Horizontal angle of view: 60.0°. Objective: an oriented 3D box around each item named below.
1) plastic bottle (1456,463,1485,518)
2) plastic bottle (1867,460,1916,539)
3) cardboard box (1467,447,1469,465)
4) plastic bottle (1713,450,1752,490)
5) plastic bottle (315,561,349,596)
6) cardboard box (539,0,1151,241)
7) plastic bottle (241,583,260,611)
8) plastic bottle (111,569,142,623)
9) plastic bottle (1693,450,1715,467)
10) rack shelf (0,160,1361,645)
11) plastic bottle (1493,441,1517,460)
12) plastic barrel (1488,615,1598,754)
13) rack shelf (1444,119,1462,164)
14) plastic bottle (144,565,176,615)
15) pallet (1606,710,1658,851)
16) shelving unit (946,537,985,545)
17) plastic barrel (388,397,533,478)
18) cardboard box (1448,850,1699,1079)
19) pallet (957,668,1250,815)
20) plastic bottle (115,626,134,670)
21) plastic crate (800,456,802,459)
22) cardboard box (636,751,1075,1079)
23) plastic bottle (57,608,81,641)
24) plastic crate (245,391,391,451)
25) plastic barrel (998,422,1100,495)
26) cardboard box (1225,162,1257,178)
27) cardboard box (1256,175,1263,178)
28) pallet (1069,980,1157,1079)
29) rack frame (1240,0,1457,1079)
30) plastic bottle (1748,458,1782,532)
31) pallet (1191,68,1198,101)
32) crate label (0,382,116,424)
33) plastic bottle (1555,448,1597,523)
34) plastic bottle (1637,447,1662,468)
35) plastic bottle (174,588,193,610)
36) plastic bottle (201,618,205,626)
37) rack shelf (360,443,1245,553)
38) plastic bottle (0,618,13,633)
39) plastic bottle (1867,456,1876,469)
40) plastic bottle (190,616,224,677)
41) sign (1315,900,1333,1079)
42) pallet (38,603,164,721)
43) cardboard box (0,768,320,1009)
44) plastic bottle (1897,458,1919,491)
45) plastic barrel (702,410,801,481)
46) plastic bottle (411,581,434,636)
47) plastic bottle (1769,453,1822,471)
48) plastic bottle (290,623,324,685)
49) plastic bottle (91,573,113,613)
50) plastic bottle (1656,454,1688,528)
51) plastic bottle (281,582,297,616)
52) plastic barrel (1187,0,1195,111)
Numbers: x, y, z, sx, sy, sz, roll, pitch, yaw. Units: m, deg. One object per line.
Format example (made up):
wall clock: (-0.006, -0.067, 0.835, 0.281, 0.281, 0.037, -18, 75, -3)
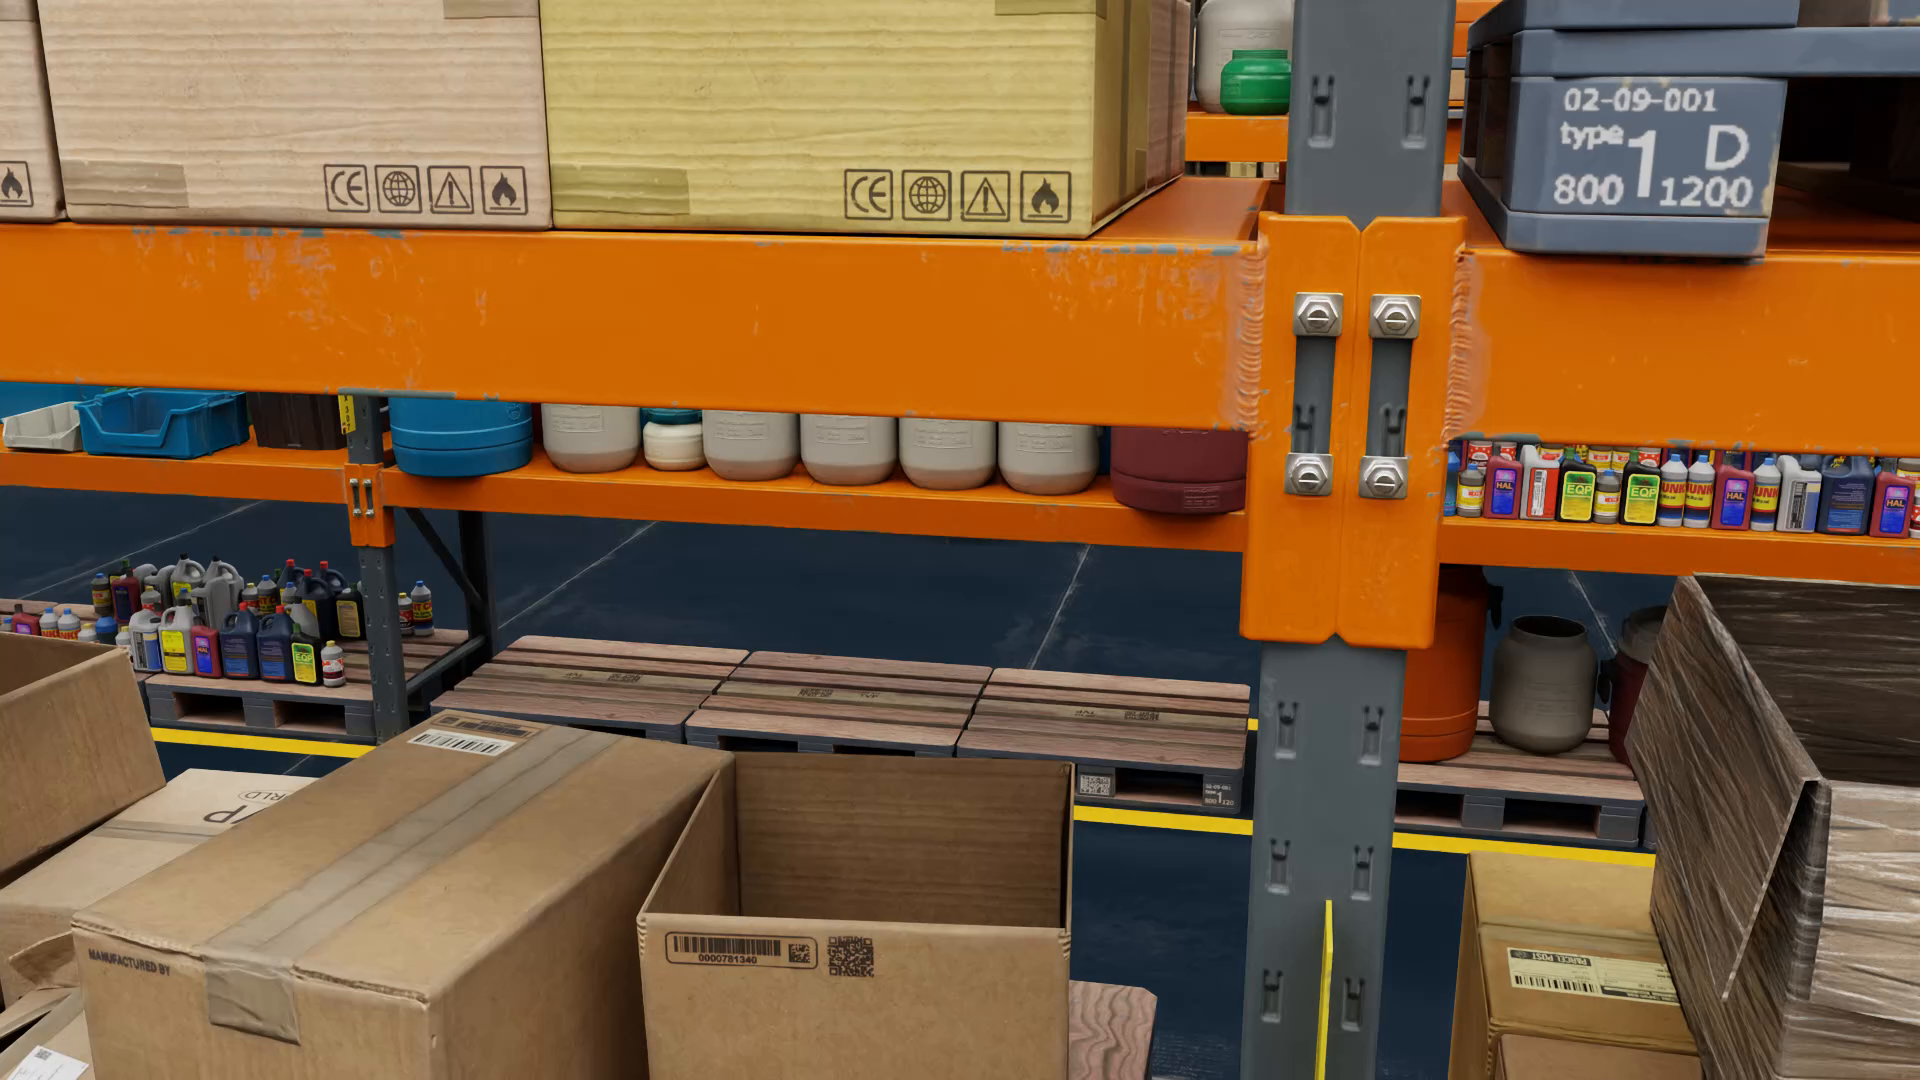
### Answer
plastic bottle: (1.982, -0.195, 6.449, 0.097, 0.201, 0.097, 0, 15, 0)
plastic bottle: (3.441, -0.150, 6.134, 0.133, 0.283, 0.061, 3, 16, 11)
cardboard box: (3.313, -0.594, 11.377, 0.500, 0.500, 0.500, 3, 16, 9)
plastic bottle: (3.173, -0.342, 6.827, 0.133, 0.283, 0.061, 3, 16, 11)
plastic bottle: (-3.209, 0.284, 8.488, 0.185, 0.351, 0.144, 4, 16, 13)
cardboard box: (-0.083, -0.456, 1.679, 0.500, 0.250, 0.500, 3, 16, 11)
plastic bottle: (-3.667, 0.324, 8.620, 0.097, 0.201, 0.097, 0, 15, 0)
plastic bottle: (-4.313, 0.286, 8.604, 0.133, 0.283, 0.061, 3, 16, 11)
plastic bottle: (3.168, -0.403, 6.920, 0.185, 0.351, 0.144, 3, 16, 11)
rack shelf: (-1.528, -0.326, 2.280, 4.000, 0.370, 1.077, 3, 16, 11)
plastic bottle: (2.331, -0.383, 7.127, 0.097, 0.201, 0.097, 0, 15, 0)
plastic barrel: (2.473, 0.608, 7.052, 0.421, 0.512, 0.421, 0, 15, 0)
rack shelf: (3.379, -1.409, 6.189, 4.000, 0.370, 1.077, 3, 16, 11)
plastic bottle: (-4.156, 0.269, 8.679, 0.135, 0.276, 0.152, 3, 16, 10)
pallet: (3.392, 1.024, 6.901, 1.213, 0.211, 1.003, 3, 16, 11)
shelving unit: (0.052, -0.503, 10.842, 0.252, 1.050, 0.215, 3, 16, 11)
plastic barrel: (-2.183, -0.771, 7.219, 0.708, 0.901, 0.600, 3, 16, 11)
cardboard box: (0.965, 0.792, 2.326, 0.500, 0.500, 0.500, 4, 16, 13)
pallet: (0.667, 0.876, 7.435, 1.213, 0.211, 1.003, 3, 16, 11)
plastic bottle: (-3.974, 0.512, 7.943, 0.097, 0.201, 0.097, 0, 15, 0)
plastic crate: (-0.738, -0.509, 7.606, 0.662, 0.188, 0.450, 3, 16, 11)
cardboard box: (-0.105, 0.610, 2.197, 0.500, 0.500, 0.500, 1, 16, 4)
plastic bottle: (-4.272, 0.462, 7.992, 0.097, 0.271, 0.097, 0, 15, 0)
plastic crate: (-2.989, -0.661, 7.875, 0.504, 0.338, 0.767, 3, 16, 11)
plastic barrel: (0.368, -0.470, 6.859, 0.421, 0.512, 0.421, 0, 15, 0)
cardboard box: (2.731, -3.605, 16.161, 0.250, 0.149, 0.380, 0, 15, 2)
cardboard box: (2.930, -3.291, 16.242, 0.500, 0.500, 0.700, 1, 16, 5)
pallet: (-0.288, 0.961, 2.262, 1.003, 0.211, 1.213, 3, 16, 11)
rack frame: (0.432, 0.879, 2.200, 0.127, 3.000, 1.000, 3, 16, 11)
plastic bottle: (3.018, -0.172, 6.237, 0.097, 0.271, 0.097, 0, 15, 0)
pallet: (1.727, -3.080, 11.225, 1.003, 0.211, 1.213, 4, 16, 14)
crate label: (-4.563, -0.832, 8.311, 0.616, 0.435, 0.502, 3, 16, 11)
plastic bottle: (2.354, -0.209, 6.347, 0.133, 0.283, 0.061, 3, 16, 11)
plastic bottle: (2.903, -0.352, 7.015, 0.097, 0.201, 0.097, 0, 15, 0)
plastic bottle: (-3.974, 0.347, 8.539, 0.097, 0.201, 0.097, 0, 15, 0)
plastic bottle: (-3.699, 0.453, 8.002, 0.133, 0.283, 0.061, 3, 16, 11)
rack shelf: (-0.541, -0.176, 7.358, 4.000, 0.370, 1.077, 3, 16, 11)
plastic bottle: (-4.605, 0.478, 8.066, 0.097, 0.201, 0.097, 0, 15, 0)
plastic bottle: (3.718, -0.341, 6.846, 0.097, 0.271, 0.097, 0, 15, 0)
plastic bottle: (-3.546, 0.501, 7.830, 0.133, 0.283, 0.061, 4, 16, 15)
sign: (0.333, 0.502, 1.542, 0.005, 0.325, 0.100, 3, 16, 11)
pallet: (-4.350, 0.603, 8.419, 1.213, 0.211, 1.003, 3, 16, 11)
cardboard box: (-1.165, 0.599, 2.703, 0.500, 0.250, 0.500, 3, 16, 10)
plastic bottle: (3.820, -0.261, 6.686, 0.097, 0.201, 0.097, 0, 15, 0)
plastic barrel: (-0.888, -0.548, 7.096, 0.433, 0.535, 0.433, 0, 15, 0)
plastic bottle: (-2.726, 0.342, 8.426, 0.097, 0.271, 0.097, 0, 15, 0)
plastic bottle: (3.192, -0.249, 6.365, 0.185, 0.351, 0.144, 3, 16, 11)
plastic bottle: (-3.038, 0.528, 7.731, 0.133, 0.283, 0.061, 4, 16, 14)
plastic bottle: (-4.534, 0.277, 8.790, 0.097, 0.201, 0.097, 0, 15, 0)
plastic bottle: (2.697, -0.190, 6.300, 0.097, 0.271, 0.097, 0, 15, 0)
plastic bottle: (-3.376, 0.346, 8.412, 0.097, 0.271, 0.097, 0, 15, 0)
plastic barrel: (0.657, -2.204, 6.773, 0.600, 0.901, 0.600, 0, 15, 0)
